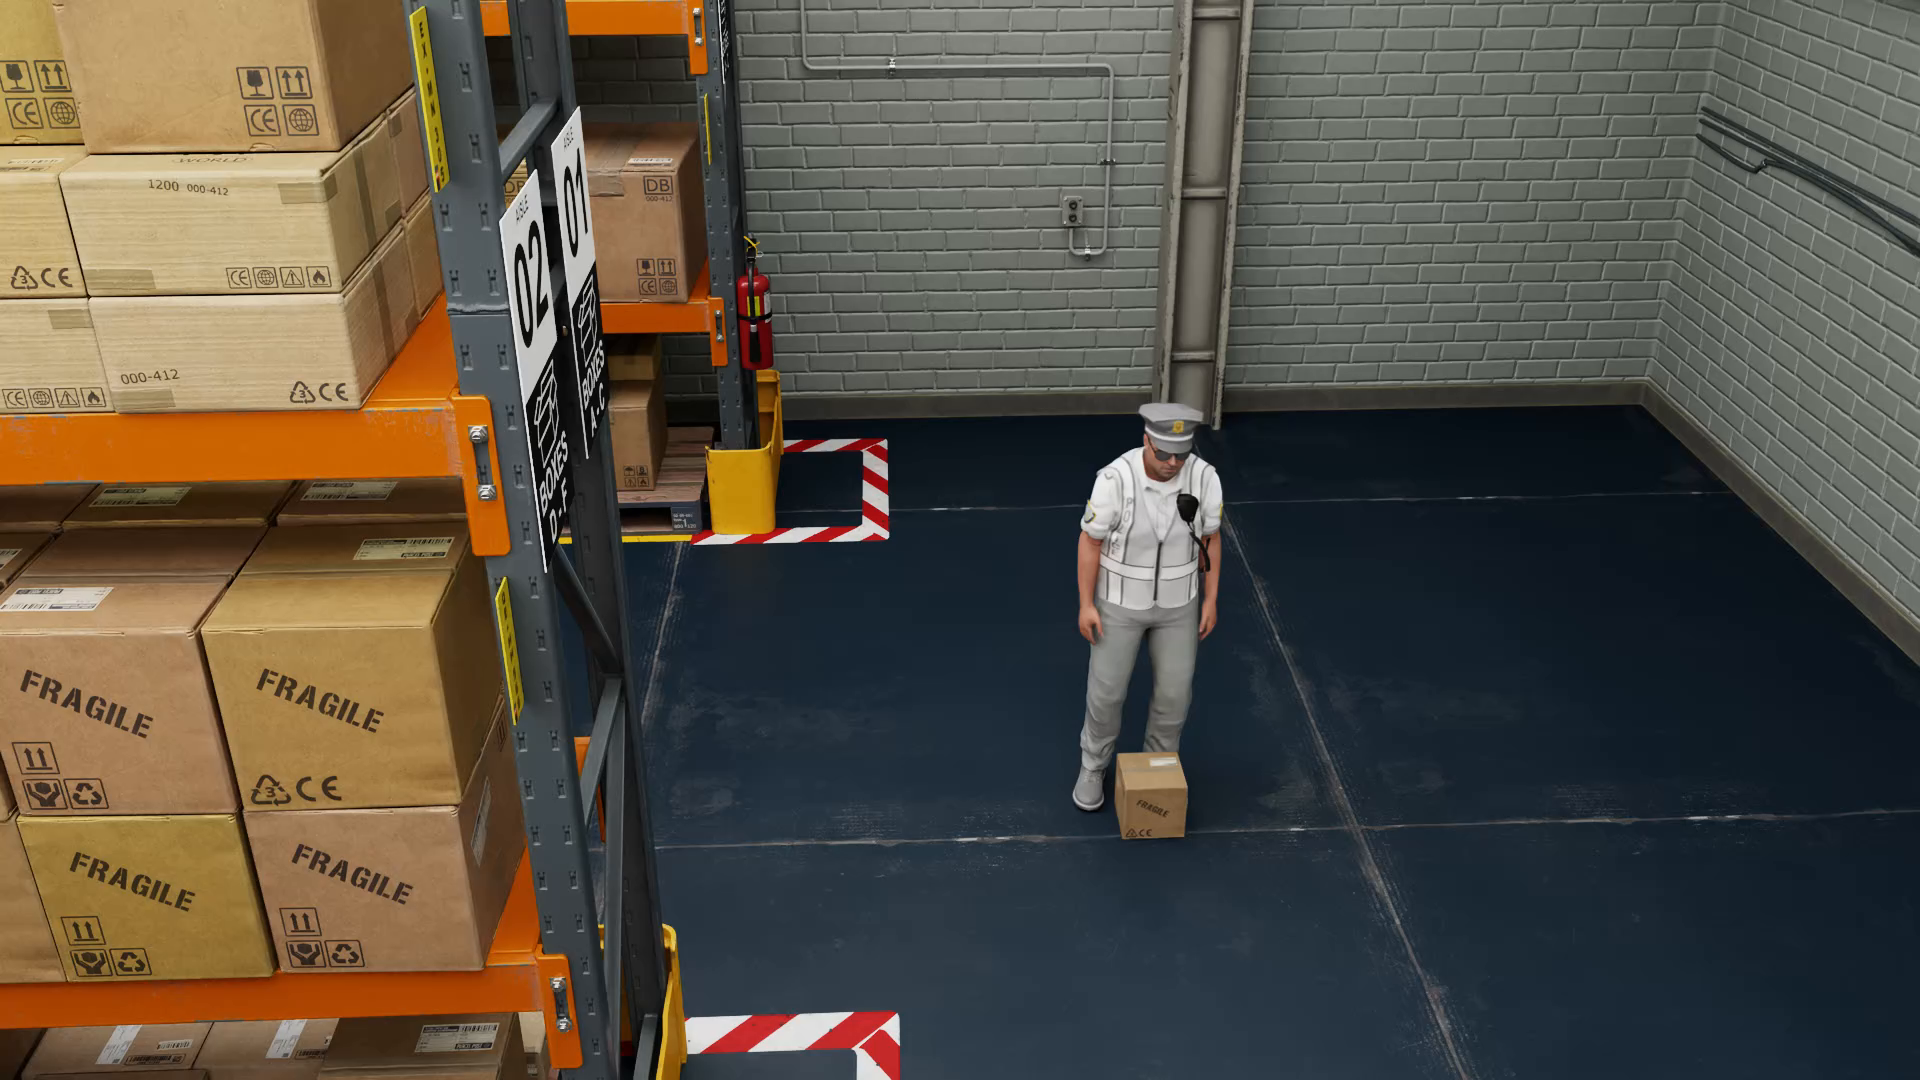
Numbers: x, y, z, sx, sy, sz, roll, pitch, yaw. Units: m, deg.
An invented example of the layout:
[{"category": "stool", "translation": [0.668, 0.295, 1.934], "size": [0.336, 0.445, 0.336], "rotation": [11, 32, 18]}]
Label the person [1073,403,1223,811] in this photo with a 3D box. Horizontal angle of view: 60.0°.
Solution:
[{"category": "person", "translation": [0.751, 0.251, 6.627], "size": [0.585, 1.747, 0.479], "rotation": [-2, 27, -5]}]
